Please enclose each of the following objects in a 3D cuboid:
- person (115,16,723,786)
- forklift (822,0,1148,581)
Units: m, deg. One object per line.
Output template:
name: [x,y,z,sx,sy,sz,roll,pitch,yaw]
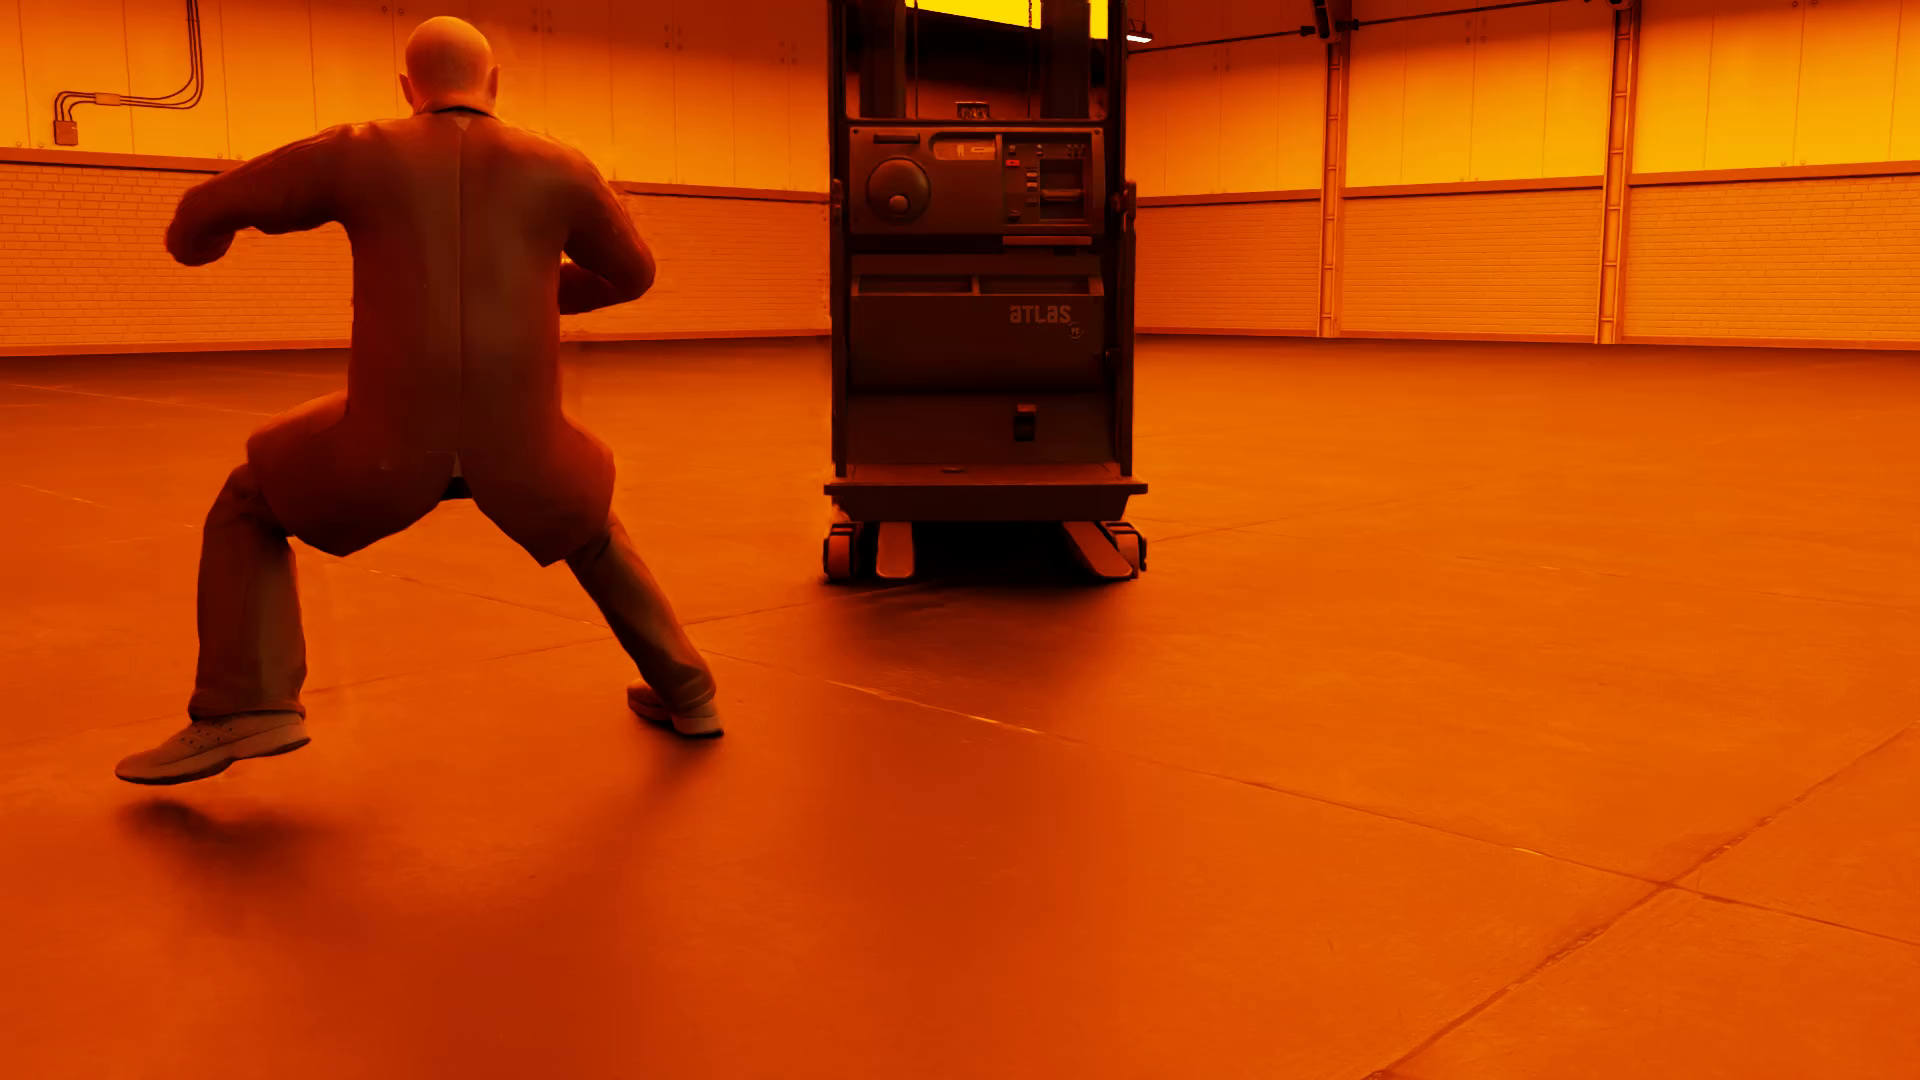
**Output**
person: [-1.116,-0.285,3.470,1.231,1.528,0.718,-3,9,-19]
forklift: [0.072,-1.353,5.857,1.130,2.935,3.031,0,9,-2]
